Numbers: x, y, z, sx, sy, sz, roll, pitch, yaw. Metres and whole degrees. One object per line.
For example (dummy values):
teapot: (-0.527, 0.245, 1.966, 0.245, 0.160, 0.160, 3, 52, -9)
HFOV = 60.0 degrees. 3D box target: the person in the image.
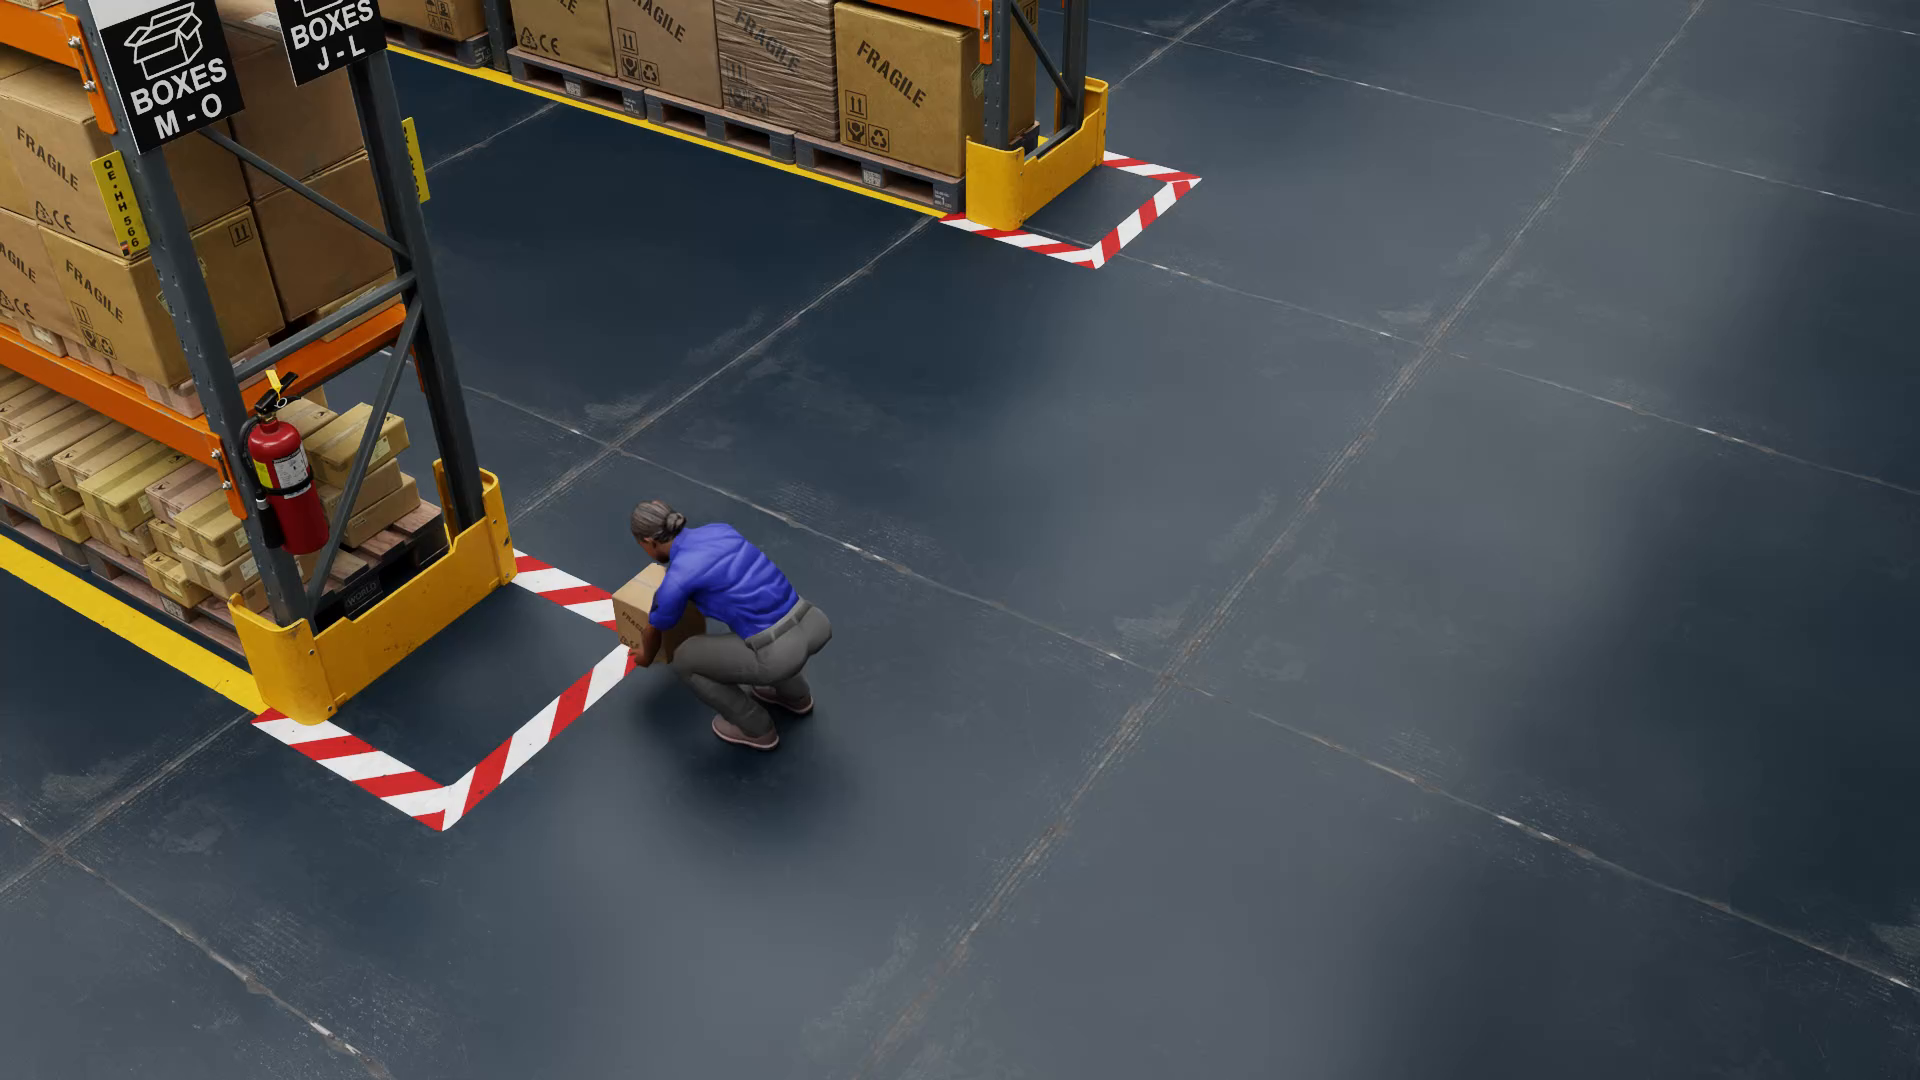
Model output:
person: (-0.893, 0.307, 6.341, 0.809, 0.958, 0.485, 22, 43, 25)
